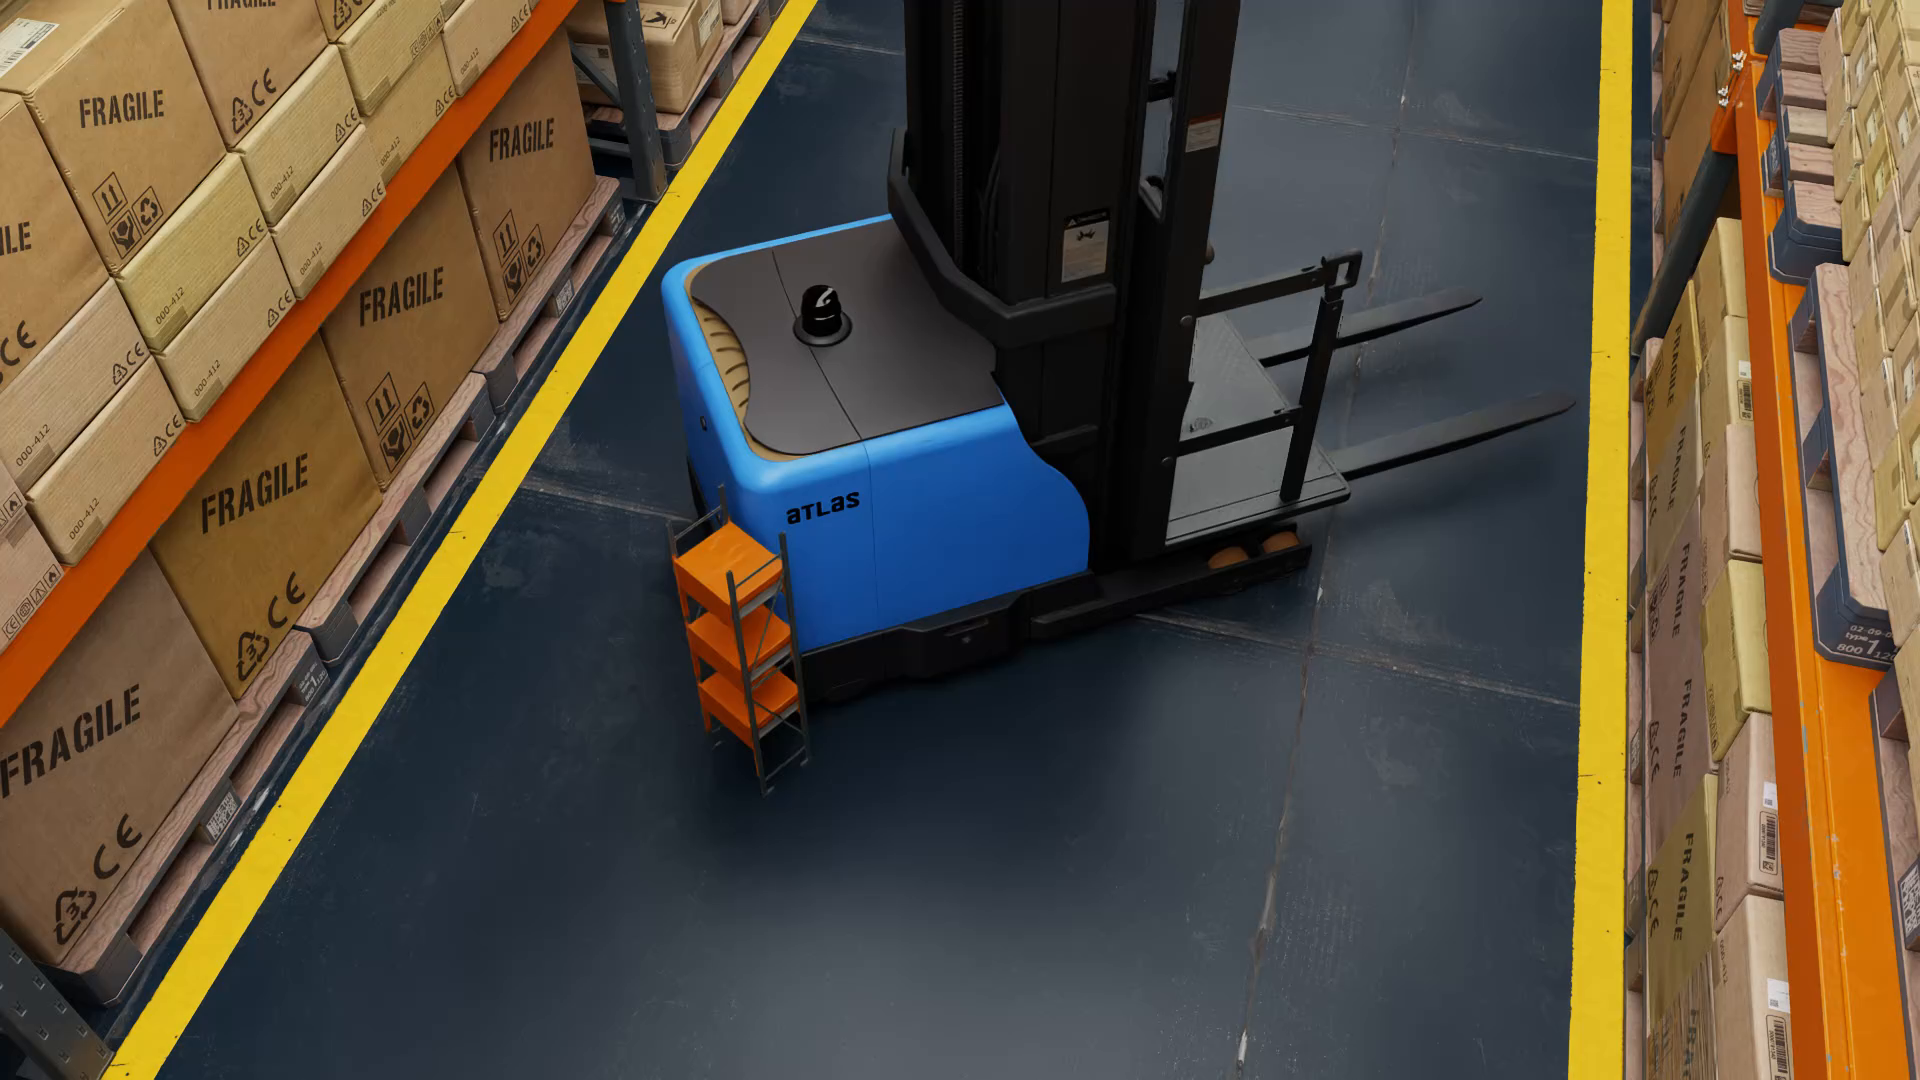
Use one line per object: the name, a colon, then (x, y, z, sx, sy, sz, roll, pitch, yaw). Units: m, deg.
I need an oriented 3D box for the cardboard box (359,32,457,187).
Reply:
cardboard box: (-1.887, -1.341, 5.033, 0.500, 0.250, 0.500, 11, 50, 10)

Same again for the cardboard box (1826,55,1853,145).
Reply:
cardboard box: (2.682, -1.216, 4.710, 0.380, 0.149, 0.250, 14, 50, 12)

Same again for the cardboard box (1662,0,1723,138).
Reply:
cardboard box: (3.539, -2.088, 6.813, 1.050, 0.750, 0.750, 12, 50, 11)

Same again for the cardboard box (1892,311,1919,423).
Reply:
cardboard box: (2.340, -0.354, 3.751, 0.380, 0.149, 0.250, 13, 50, 11)

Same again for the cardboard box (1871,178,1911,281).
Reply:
cardboard box: (2.476, -0.729, 4.082, 0.380, 0.149, 0.250, 12, 50, 10)

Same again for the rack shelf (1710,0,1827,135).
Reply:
rack shelf: (3.592, -2.846, 6.741, 1.077, 0.370, 4.000, 12, 50, 10)

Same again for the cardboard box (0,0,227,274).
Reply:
cardboard box: (-2.155, -1.010, 3.907, 0.500, 0.500, 0.500, 10, 49, 9)

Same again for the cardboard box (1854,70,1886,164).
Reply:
cardboard box: (2.608, -1.092, 4.402, 0.380, 0.149, 0.250, 10, 49, 9)

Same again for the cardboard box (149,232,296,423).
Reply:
cardboard box: (-2.134, -0.607, 4.385, 0.500, 0.250, 0.500, 11, 50, 10)

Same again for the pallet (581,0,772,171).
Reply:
pallet: (-1.529, -2.184, 7.537, 1.003, 0.211, 1.213, 12, 50, 10)

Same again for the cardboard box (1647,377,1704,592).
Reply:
cardboard box: (2.504, -0.124, 5.246, 0.500, 0.500, 0.500, 12, 50, 10)

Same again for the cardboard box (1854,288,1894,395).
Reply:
cardboard box: (2.406, -0.450, 4.034, 0.380, 0.149, 0.250, 12, 50, 11)

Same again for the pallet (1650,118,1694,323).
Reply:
pallet: (3.346, -1.271, 6.731, 1.003, 0.211, 1.213, 12, 50, 10)

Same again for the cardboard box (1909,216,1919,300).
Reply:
cardboard box: (2.413, -0.644, 3.808, 0.380, 0.149, 0.250, 13, 50, 11)

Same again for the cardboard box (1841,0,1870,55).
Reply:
cardboard box: (2.745, -1.482, 4.747, 0.380, 0.149, 0.250, 14, 50, 12)

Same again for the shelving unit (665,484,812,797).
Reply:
shelving unit: (-0.619, 0.316, 4.771, 0.252, 1.050, 0.215, 36, 58, 27)

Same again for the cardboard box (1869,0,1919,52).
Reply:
cardboard box: (2.689, -1.400, 4.475, 0.380, 0.149, 0.250, 10, 49, 9)

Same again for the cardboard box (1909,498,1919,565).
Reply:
cardboard box: (2.201, 0.018, 3.422, 0.380, 0.149, 0.250, 9, 49, 8)

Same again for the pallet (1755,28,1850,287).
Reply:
pallet: (2.981, -1.038, 4.793, 1.213, 0.211, 1.003, 12, 50, 10)

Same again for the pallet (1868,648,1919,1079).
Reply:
pallet: (2.354, 0.795, 3.176, 1.003, 0.211, 1.213, 12, 50, 10)

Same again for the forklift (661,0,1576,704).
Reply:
forklift: (0.647, -1.146, 4.806, 3.031, 2.935, 1.130, -16, 50, -13)

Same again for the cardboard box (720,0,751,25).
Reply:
cardboard box: (-1.392, -2.753, 7.652, 0.950, 0.372, 0.625, 11, 49, 9)

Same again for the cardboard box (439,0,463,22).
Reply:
cardboard box: (-1.750, -1.885, 5.180, 0.500, 0.250, 0.500, 10, 49, 9)

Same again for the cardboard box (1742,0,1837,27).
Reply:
cardboard box: (2.925, -2.050, 5.492, 0.500, 0.500, 0.500, 12, 50, 10)

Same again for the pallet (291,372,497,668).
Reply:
pallet: (-2.340, -0.184, 5.771, 1.003, 0.211, 1.213, 12, 50, 10)

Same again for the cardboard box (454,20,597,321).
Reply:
cardboard box: (-1.999, -1.494, 6.205, 0.875, 0.875, 0.875, 11, 50, 10)

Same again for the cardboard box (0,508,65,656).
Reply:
cardboard box: (-2.419, 0.135, 3.730, 0.500, 0.250, 0.500, 11, 49, 9)

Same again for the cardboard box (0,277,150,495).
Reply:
cardboard box: (-2.291, -0.409, 3.877, 0.500, 0.250, 0.500, 12, 50, 11)

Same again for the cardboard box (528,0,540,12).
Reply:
cardboard box: (-1.619, -2.075, 5.681, 0.500, 0.250, 0.500, 10, 49, 9)

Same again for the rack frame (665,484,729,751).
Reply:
rack frame: (-0.707, 0.253, 4.827, 0.008, 1.050, 0.200, 36, 58, 27)

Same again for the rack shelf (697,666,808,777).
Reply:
rack shelf: (-0.619, 0.507, 4.987, 0.240, 0.259, 0.215, 36, 58, 27)

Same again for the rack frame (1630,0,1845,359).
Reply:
rack frame: (3.066, -1.638, 5.195, 1.000, 3.000, 0.127, 12, 50, 10)

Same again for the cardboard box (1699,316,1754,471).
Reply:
cardboard box: (2.517, -0.380, 4.972, 0.500, 0.250, 0.500, 11, 49, 10)

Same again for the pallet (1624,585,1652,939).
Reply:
pallet: (2.535, 0.729, 4.965, 1.003, 0.211, 1.213, 12, 50, 10)

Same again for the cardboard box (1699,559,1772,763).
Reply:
cardboard box: (2.238, 0.353, 4.325, 0.500, 0.250, 0.500, 10, 49, 8)

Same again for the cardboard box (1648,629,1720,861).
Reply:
cardboard box: (2.239, 0.617, 4.592, 0.500, 0.500, 0.500, 11, 49, 9)

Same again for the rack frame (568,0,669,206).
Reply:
rack frame: (-1.737, -2.542, 5.993, 1.000, 3.000, 0.127, 12, 50, 10)

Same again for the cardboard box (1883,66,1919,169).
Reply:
cardboard box: (2.550, -1.032, 4.151, 0.380, 0.149, 0.250, 10, 49, 8)

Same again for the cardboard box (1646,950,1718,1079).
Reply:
cardboard box: (1.964, 1.359, 3.937, 0.500, 0.500, 0.500, 11, 49, 9)

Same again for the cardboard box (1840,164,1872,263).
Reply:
cardboard box: (2.542, -0.825, 4.365, 0.380, 0.149, 0.250, 14, 50, 12)

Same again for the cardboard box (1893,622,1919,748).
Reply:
cardboard box: (2.128, 0.324, 3.351, 0.380, 0.149, 0.250, 9, 49, 8)

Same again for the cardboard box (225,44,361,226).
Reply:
cardboard box: (-2.002, -1.135, 4.518, 0.500, 0.250, 0.500, 10, 49, 9)

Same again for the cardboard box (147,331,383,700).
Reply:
cardboard box: (-2.473, -0.203, 5.066, 0.875, 0.875, 0.875, 13, 50, 11)

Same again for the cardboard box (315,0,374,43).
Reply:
cardboard box: (-1.885, -1.749, 4.560, 0.500, 0.500, 0.500, 12, 50, 10)

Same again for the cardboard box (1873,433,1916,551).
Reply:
cardboard box: (2.266, -0.070, 3.698, 0.380, 0.149, 0.250, 14, 50, 12)

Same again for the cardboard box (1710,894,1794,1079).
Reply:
cardboard box: (1.965, 1.107, 3.659, 0.500, 0.250, 0.500, 10, 49, 9)
